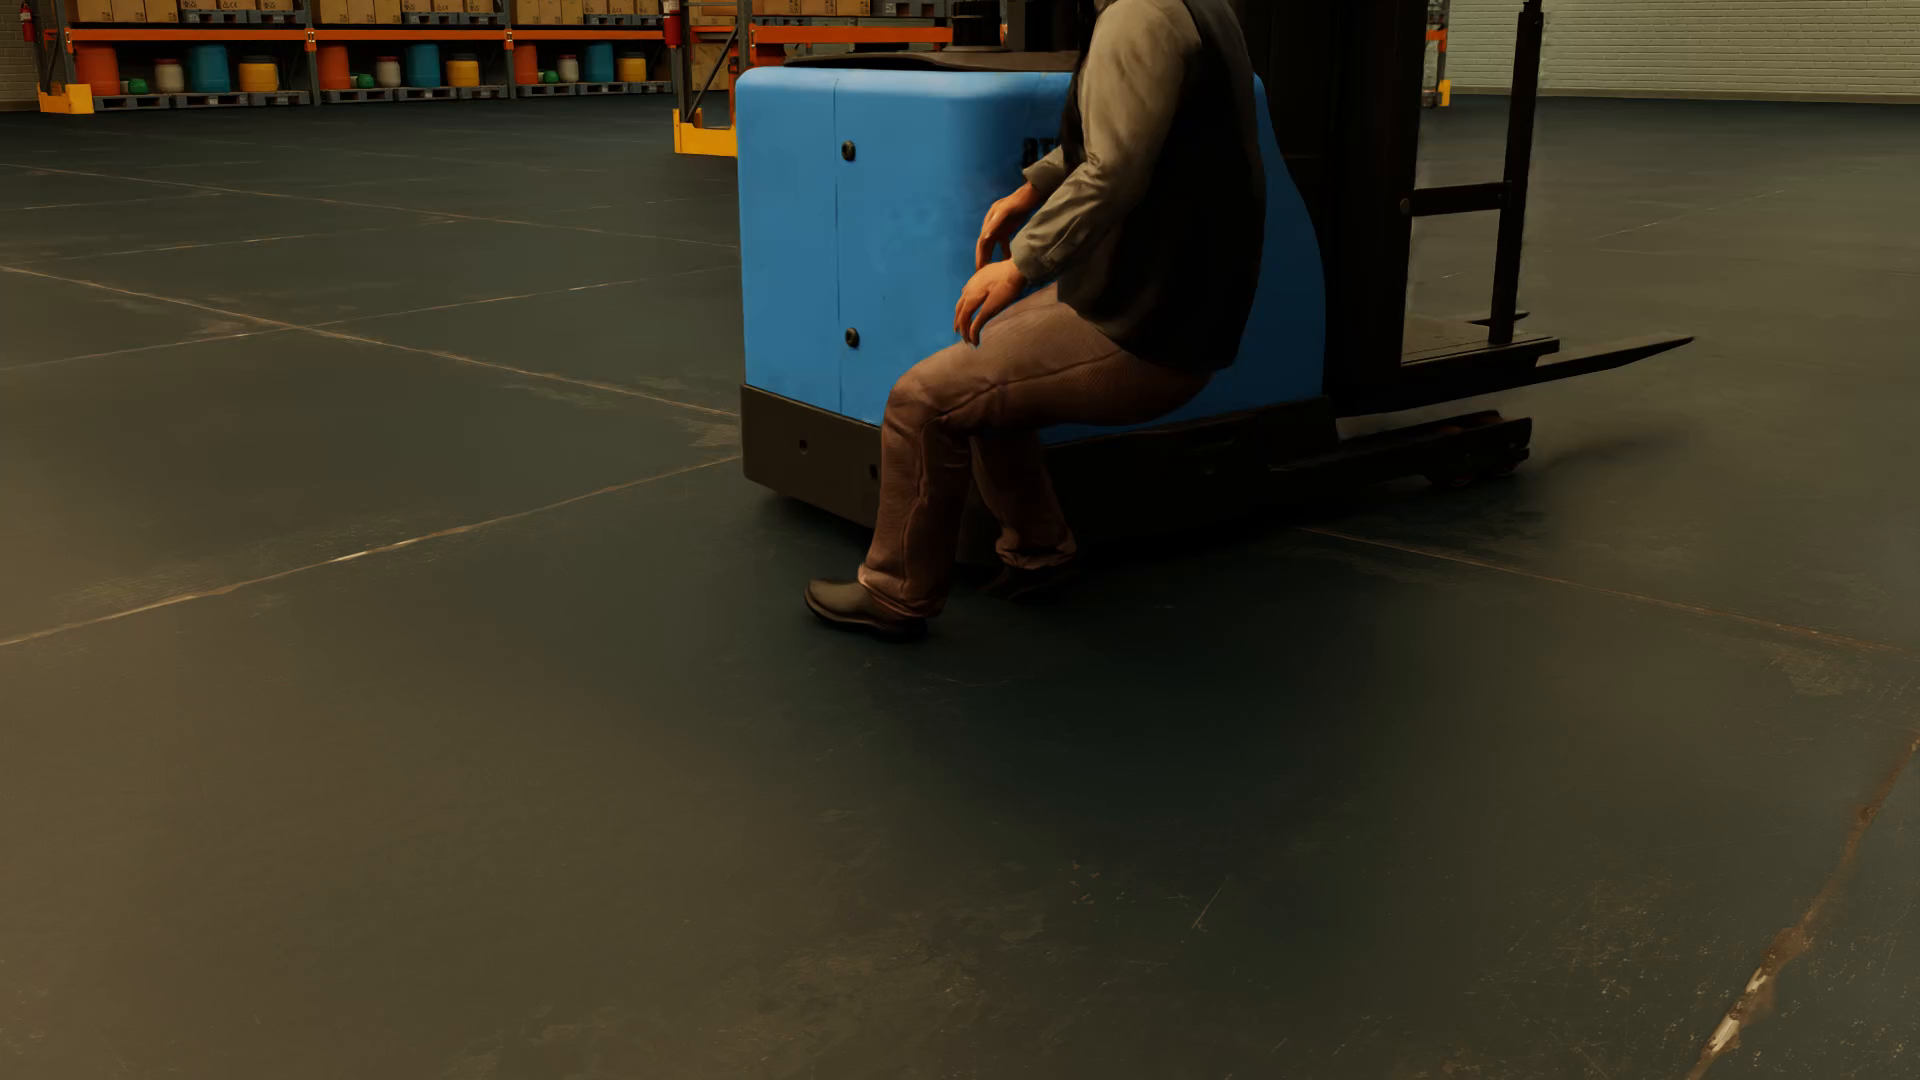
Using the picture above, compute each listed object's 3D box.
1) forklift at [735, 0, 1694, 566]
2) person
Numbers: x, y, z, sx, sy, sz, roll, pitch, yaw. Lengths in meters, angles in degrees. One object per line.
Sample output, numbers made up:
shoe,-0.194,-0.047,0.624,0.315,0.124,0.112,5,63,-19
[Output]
forklift,0.932,-1.651,4.335,3.031,2.935,1.130,-12,21,-35
person,0.099,-0.471,3.063,0.899,1.520,0.785,4,17,11
